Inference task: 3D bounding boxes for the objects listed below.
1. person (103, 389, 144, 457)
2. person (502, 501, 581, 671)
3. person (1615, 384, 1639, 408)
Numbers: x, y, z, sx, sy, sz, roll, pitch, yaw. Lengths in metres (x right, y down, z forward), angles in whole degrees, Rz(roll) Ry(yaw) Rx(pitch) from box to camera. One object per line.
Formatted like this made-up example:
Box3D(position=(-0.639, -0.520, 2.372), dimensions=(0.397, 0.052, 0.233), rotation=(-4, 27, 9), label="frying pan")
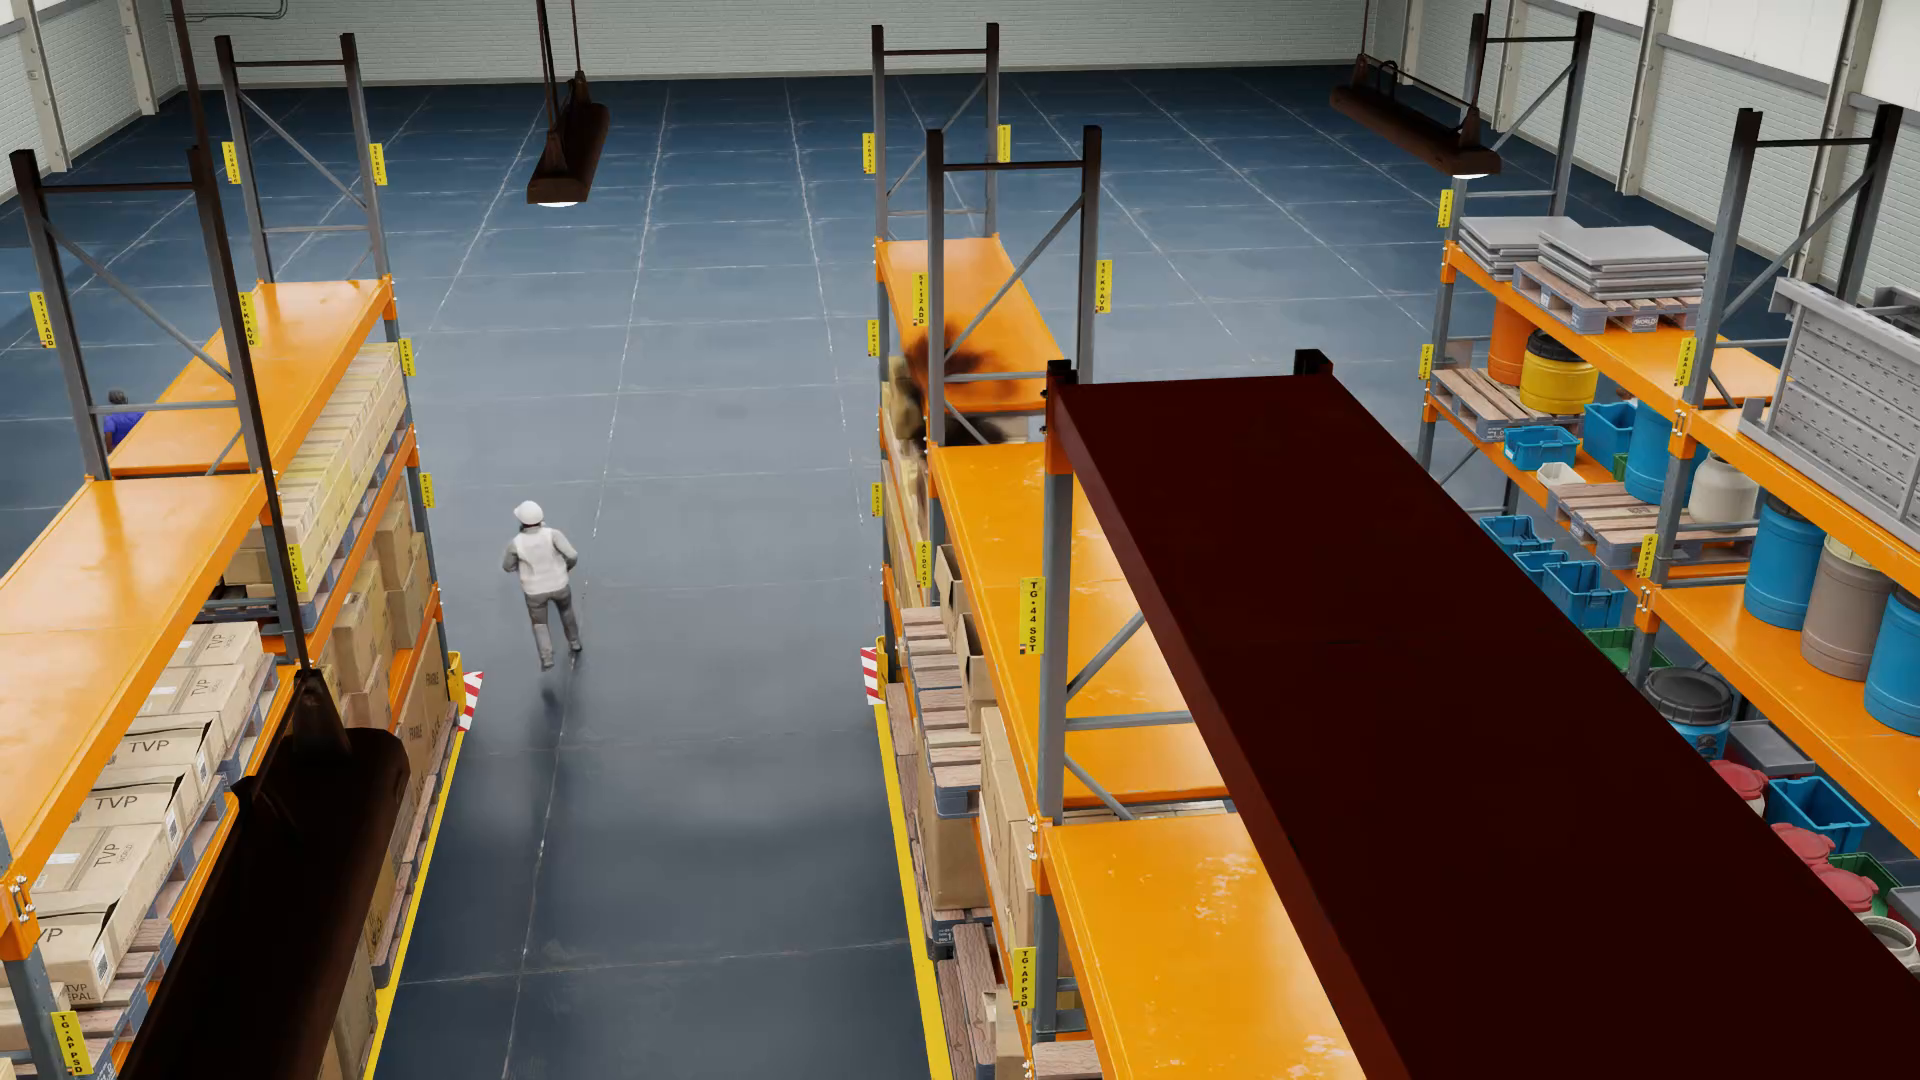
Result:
Box3D(position=(-9.149, -0.846, 18.412), dimensions=(0.874, 1.716, 0.606), rotation=(20, 32, 36), label="person")
Box3D(position=(-3.926, 0.430, 15.620), dimensions=(0.678, 1.754, 0.904), rotation=(-9, 27, -18), label="person")
Box3D(position=(7.385, -0.956, 18.462), dimensions=(0.825, 1.815, 0.684), rotation=(13, 28, 25), label="person")
